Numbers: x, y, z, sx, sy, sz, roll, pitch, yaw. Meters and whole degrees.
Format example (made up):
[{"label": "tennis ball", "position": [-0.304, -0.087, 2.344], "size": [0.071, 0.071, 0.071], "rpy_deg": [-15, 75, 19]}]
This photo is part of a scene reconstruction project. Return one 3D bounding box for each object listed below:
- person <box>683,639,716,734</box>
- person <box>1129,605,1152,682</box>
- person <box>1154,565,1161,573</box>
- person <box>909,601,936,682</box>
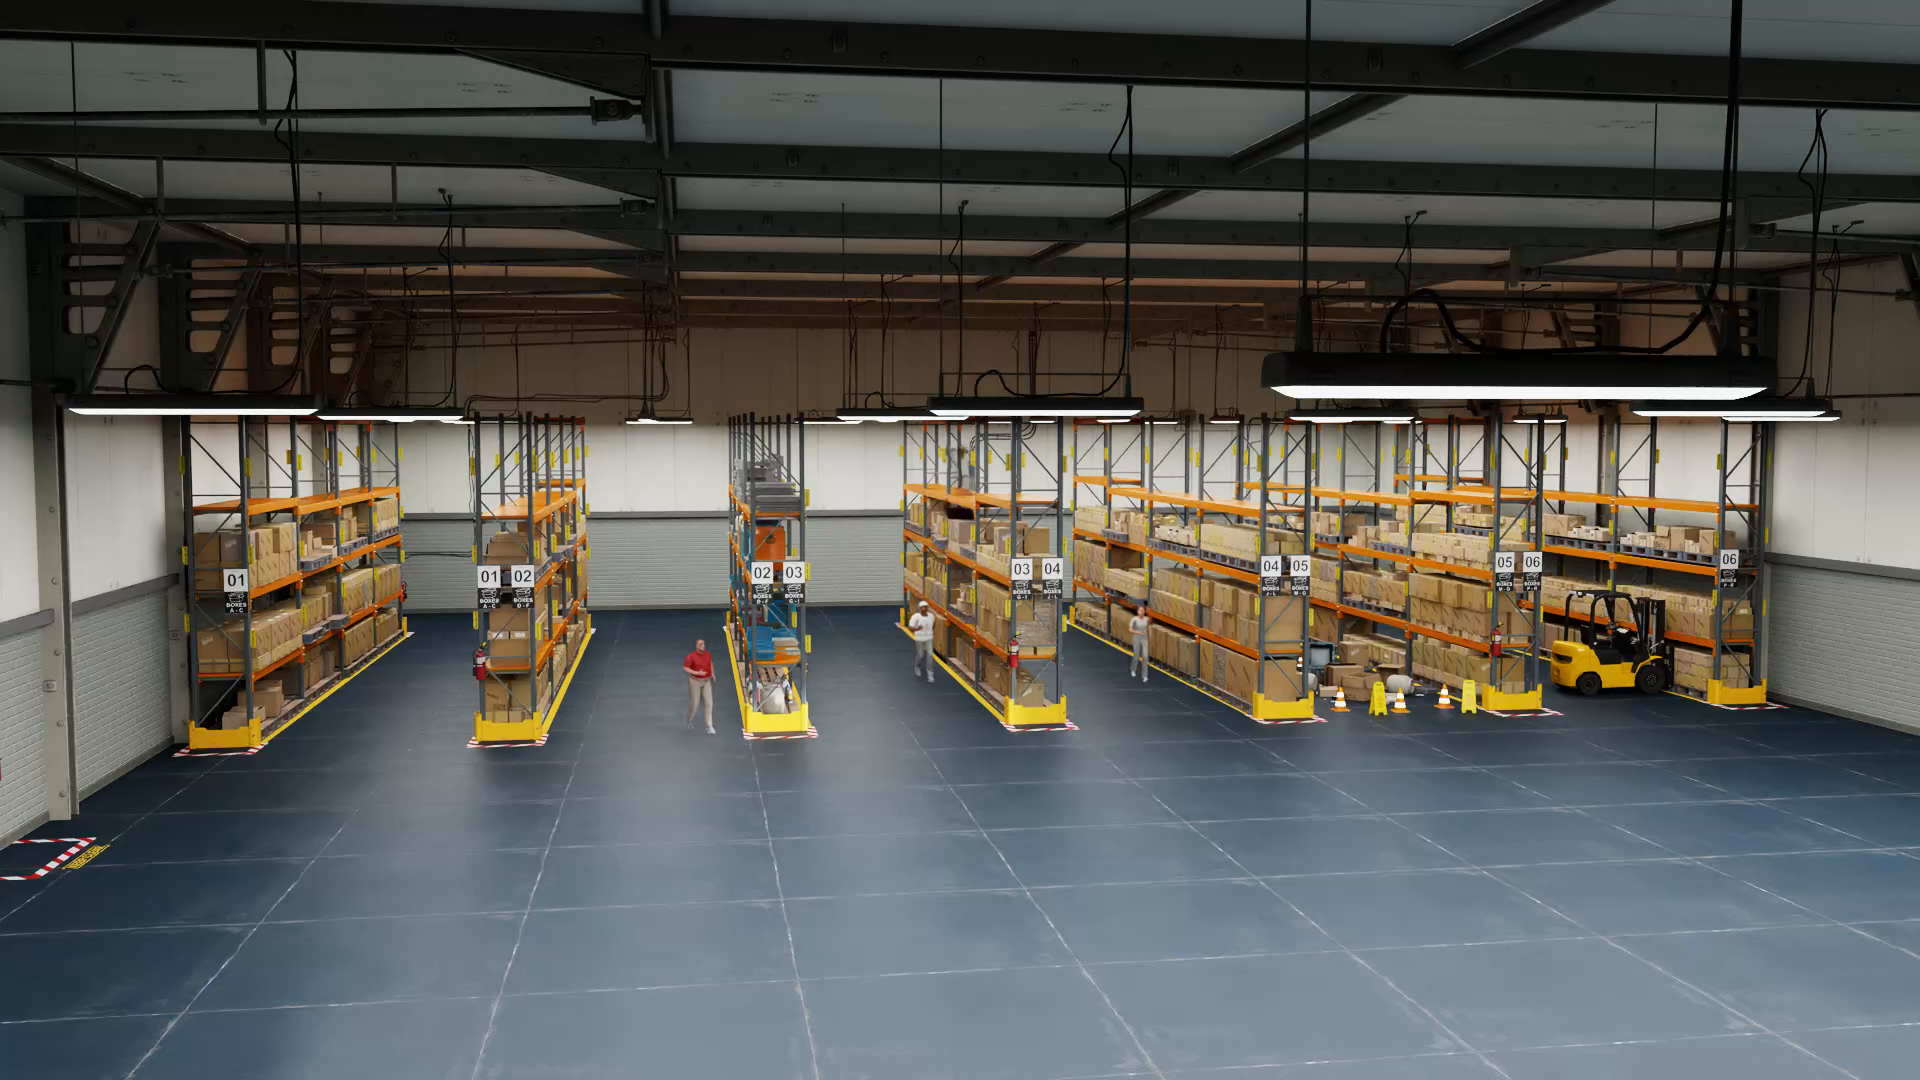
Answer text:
[{"label": "person", "position": [-4.900, 2.741, 31.268], "size": [0.683, 1.788, 0.836], "rpy_deg": [-3, 5, -36]}, {"label": "person", "position": [4.079, 2.333, 37.664], "size": [0.581, 1.725, 0.814], "rpy_deg": [-1, 4, -12]}, {"label": "person", "position": [5.646, 1.593, 47.947], "size": [0.728, 1.759, 0.659], "rpy_deg": [-1, 4, -16]}, {"label": "person", "position": [-0.822, 2.263, 37.548], "size": [0.689, 1.788, 0.912], "rpy_deg": [-1, 4, -18]}]
